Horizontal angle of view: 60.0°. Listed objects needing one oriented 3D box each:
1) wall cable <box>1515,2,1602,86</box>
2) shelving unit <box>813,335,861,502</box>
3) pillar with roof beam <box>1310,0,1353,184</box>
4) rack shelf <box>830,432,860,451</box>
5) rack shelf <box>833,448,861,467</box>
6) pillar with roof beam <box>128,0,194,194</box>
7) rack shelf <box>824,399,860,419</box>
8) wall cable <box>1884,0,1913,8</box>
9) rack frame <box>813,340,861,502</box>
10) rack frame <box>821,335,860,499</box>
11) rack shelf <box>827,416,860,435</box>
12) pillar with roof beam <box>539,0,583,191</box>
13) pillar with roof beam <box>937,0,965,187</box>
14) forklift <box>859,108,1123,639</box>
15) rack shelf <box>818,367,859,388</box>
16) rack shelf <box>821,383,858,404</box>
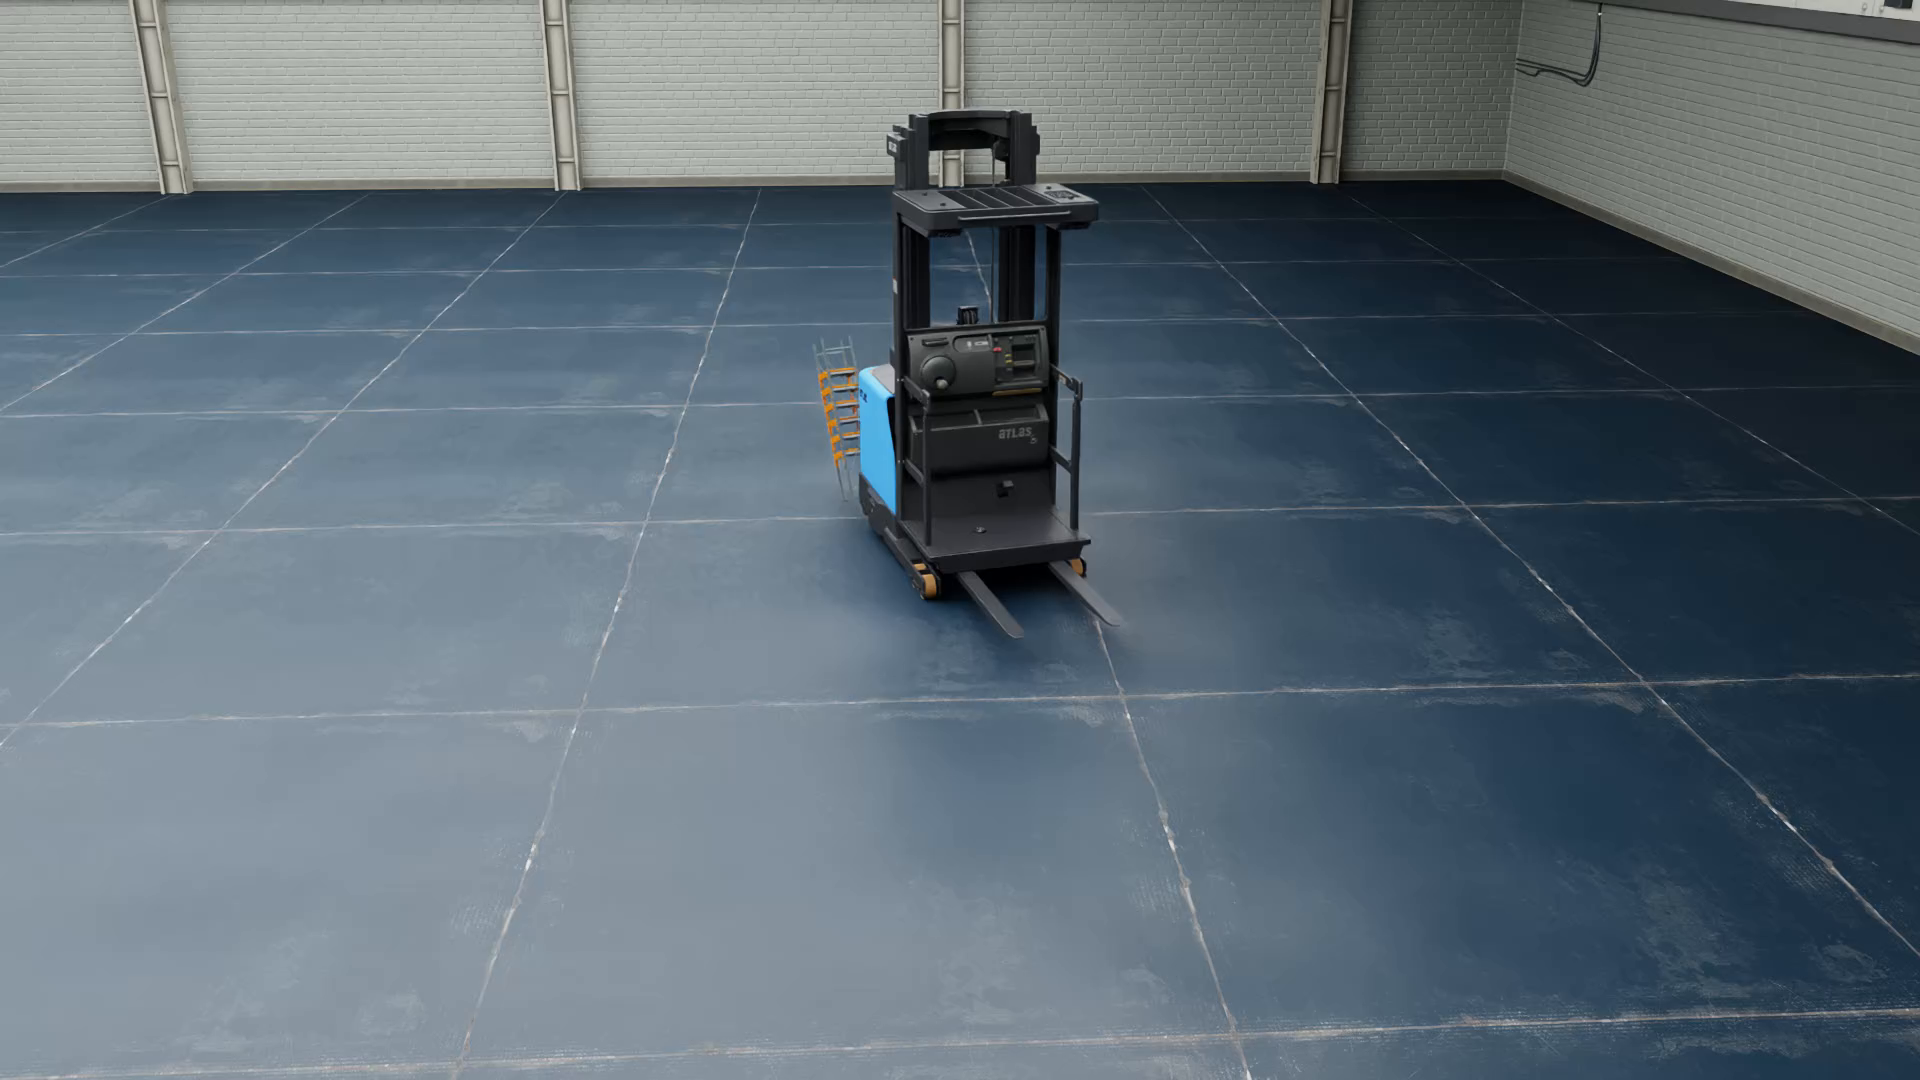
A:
[{"bbox_3d":[8.868,-8.098,24.608,0.112,2.526,3.097,-1,21,-3],"label":"wall cable"},{"bbox_3d":[-0.840,-0.902,12.344,0.258,1.200,0.189,-10,-2,-25],"label":"shelving unit"},{"bbox_3d":[6.097,-8.430,21.116,0.400,9.000,9.100,-1,21,-3],"label":"pillar with roof beam"},{"bbox_3d":[-0.809,-0.740,12.339,0.258,0.103,0.180,-10,-2,-25],"label":"rack shelf"},{"bbox_3d":[-0.786,-0.623,12.335,0.258,0.103,0.180,-10,-2,-25],"label":"rack shelf"},{"bbox_3d":[-11.874,-8.064,20.155,0.400,9.000,9.100,-1,21,-3],"label":"pillar with roof beam"},{"bbox_3d":[-0.855,-0.976,12.346,0.258,0.103,0.180,-10,-2,-25],"label":"rack shelf"},{"bbox_3d":[9.394,-7.766,14.592,0.169,6.003,2.305,-1,21,-3],"label":"wall cable"},{"bbox_3d":[-0.878,-0.892,12.427,0.240,1.200,0.006,-10,-2,-25],"label":"rack frame"},{"bbox_3d":[-0.803,-0.912,12.261,0.240,1.200,0.006,-10,-2,-25],"label":"rack frame"},{"bbox_3d":[-0.832,-0.858,12.342,0.258,0.103,0.180,-10,-2,-25],"label":"rack shelf"},{"bbox_3d":[-5.884,-8.186,20.476,0.400,9.000,9.100,-1,21,-3],"label":"pillar with roof beam"},{"bbox_3d":[0.107,-8.308,20.796,0.400,9.000,9.100,-1,21,-3],"label":"pillar with roof beam"},{"bbox_3d":[0.188,-1.147,10.514,1.130,2.935,3.031,-6,22,-16],"label":"forklift"},{"bbox_3d":[-0.901,-1.211,12.354,0.258,0.103,0.180,-10,-2,-25],"label":"rack shelf"},{"bbox_3d":[-0.878,-1.094,12.350,0.258,0.103,0.180,-10,-2,-25],"label":"rack shelf"}]
